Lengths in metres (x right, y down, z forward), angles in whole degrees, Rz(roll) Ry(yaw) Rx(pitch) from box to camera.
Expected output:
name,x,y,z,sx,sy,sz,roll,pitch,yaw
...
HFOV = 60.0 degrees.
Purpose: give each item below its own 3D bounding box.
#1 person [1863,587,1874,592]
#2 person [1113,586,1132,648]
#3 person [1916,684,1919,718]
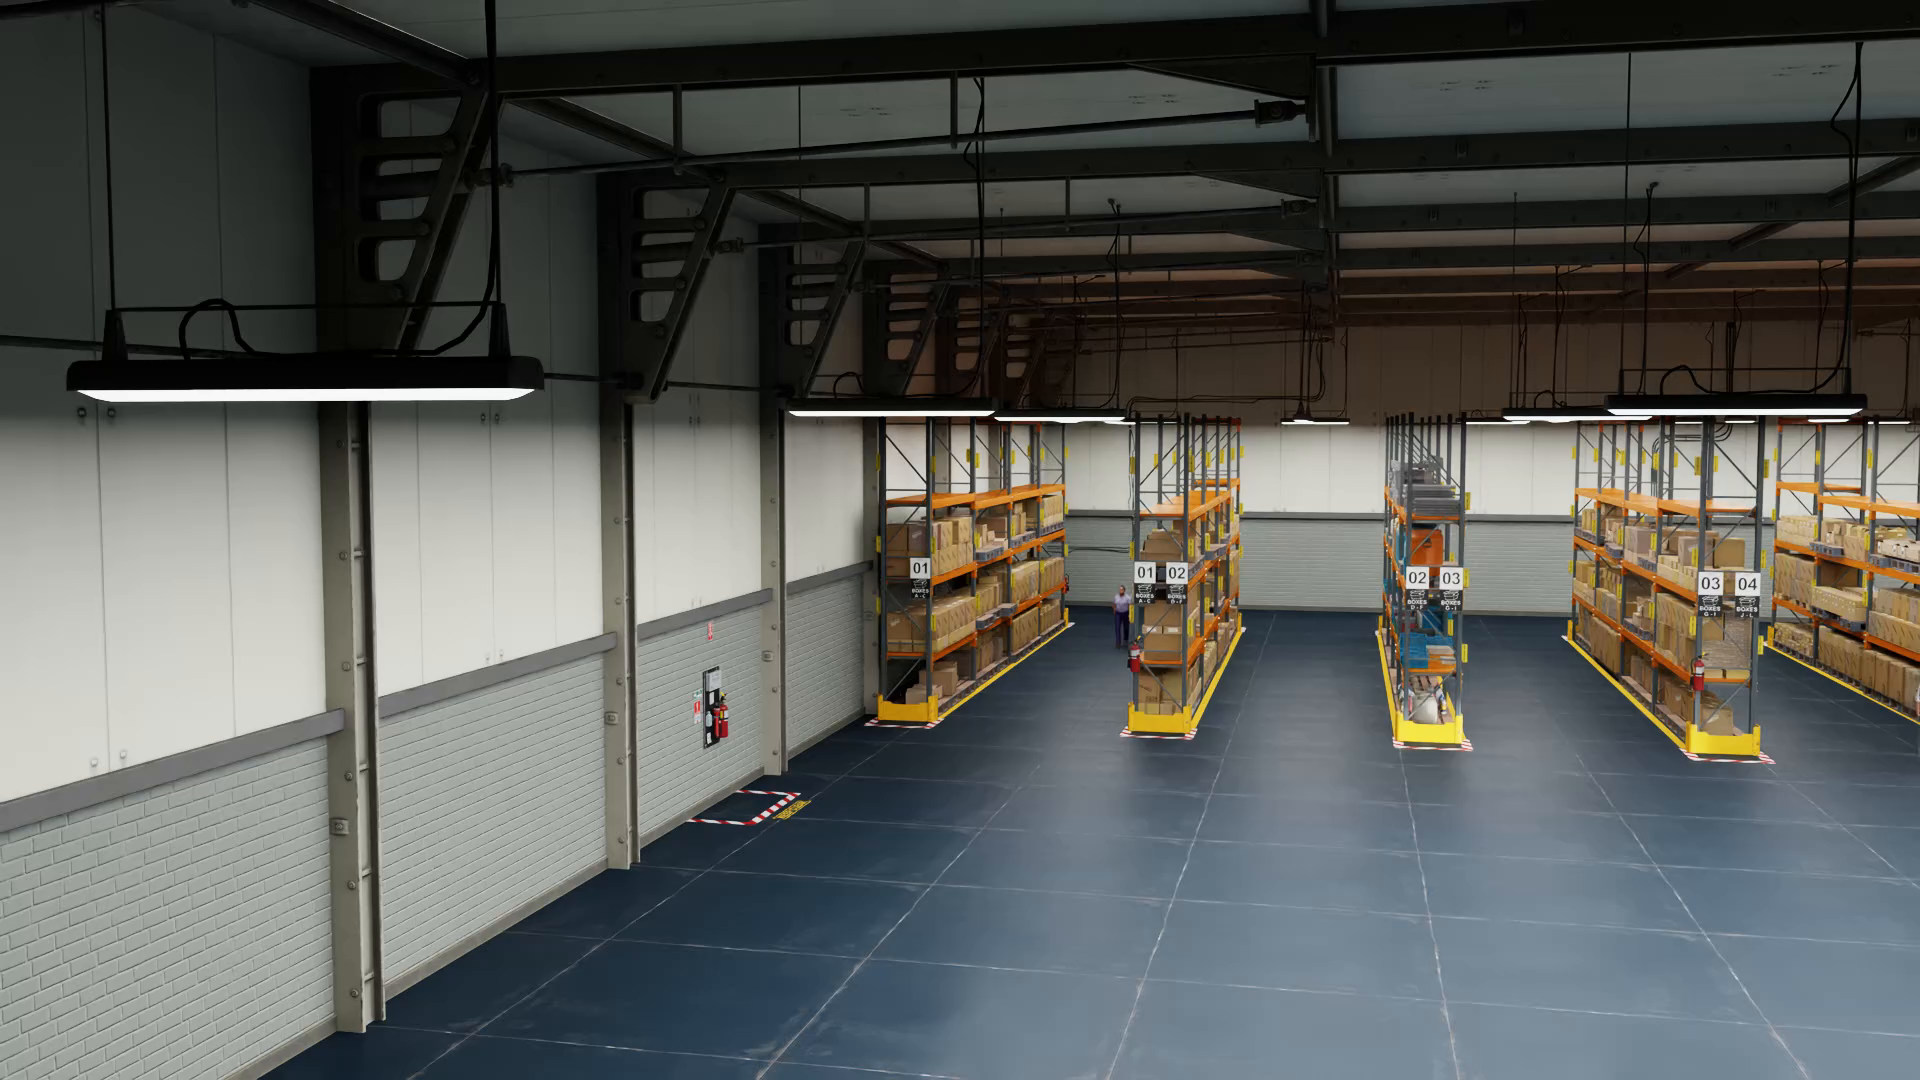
name,x,y,z,sx,sy,sz,roll,pitch,yaw
person,24.637,1.818,45.272,0.437,1.709,0.515,-1,4,-12
person,4.237,1.978,43.379,0.503,1.588,1.032,1,4,10
person,16.832,2.965,28.807,0.467,1.604,0.408,2,4,24
